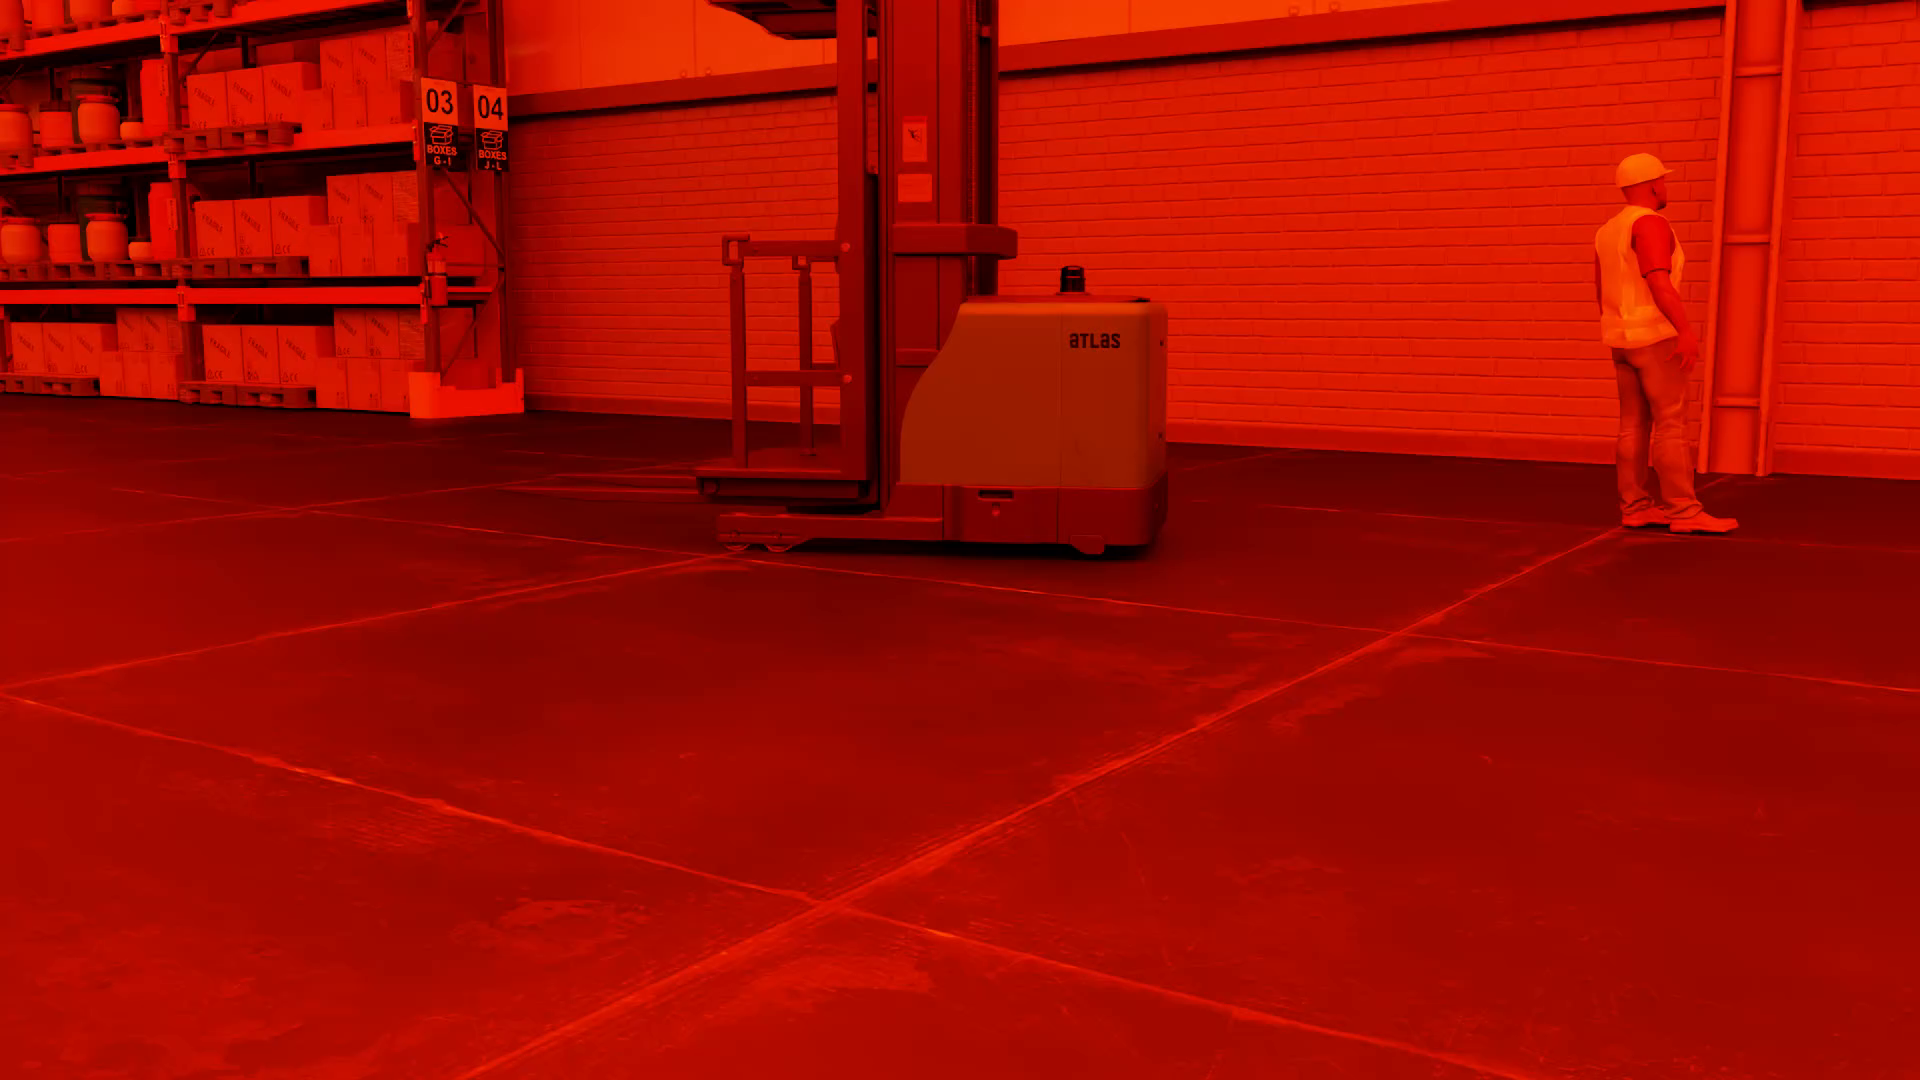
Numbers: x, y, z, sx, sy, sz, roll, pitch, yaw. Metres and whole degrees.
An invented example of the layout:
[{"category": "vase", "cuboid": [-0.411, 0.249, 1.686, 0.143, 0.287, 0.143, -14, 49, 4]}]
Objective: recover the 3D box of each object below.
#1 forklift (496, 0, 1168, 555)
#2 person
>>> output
[{"category": "forklift", "cuboid": [-0.596, -1.469, 7.520, 3.031, 2.935, 1.130, 2, 8, 12]}, {"category": "person", "cuboid": [3.332, -0.942, 7.907, 0.577, 1.765, 0.666, -1, 8, -6]}]
